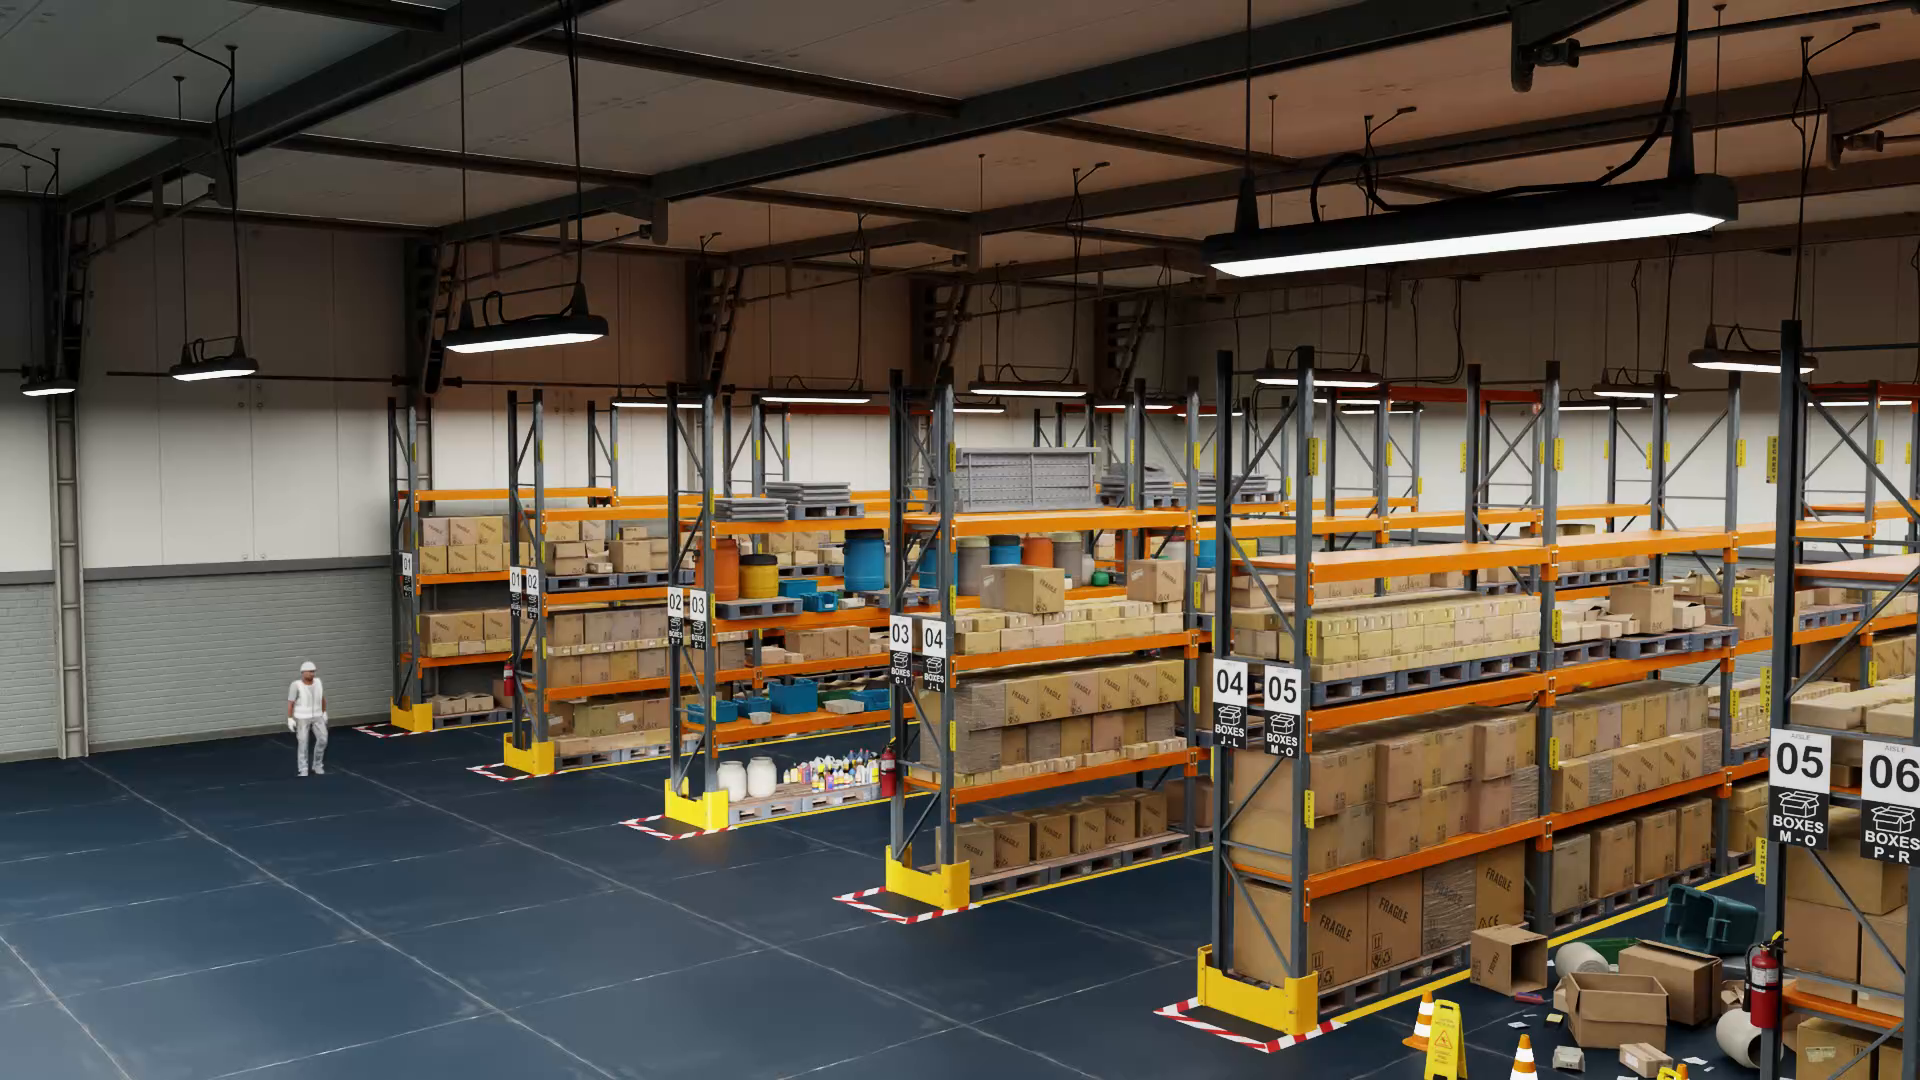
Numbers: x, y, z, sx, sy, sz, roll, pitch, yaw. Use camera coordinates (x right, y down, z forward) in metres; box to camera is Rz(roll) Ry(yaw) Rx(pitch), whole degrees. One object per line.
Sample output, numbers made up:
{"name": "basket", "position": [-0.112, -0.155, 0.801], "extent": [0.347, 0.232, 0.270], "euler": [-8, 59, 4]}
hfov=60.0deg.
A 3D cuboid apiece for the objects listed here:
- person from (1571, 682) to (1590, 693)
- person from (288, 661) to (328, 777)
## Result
{"name": "person", "position": [9.157, 2.868, 24.330], "extent": [0.847, 1.808, 0.544], "euler": [-3, 4, -38]}
{"name": "person", "position": [-10.133, 2.800, 25.858], "extent": [0.401, 1.839, 0.659], "euler": [3, 5, 42]}
